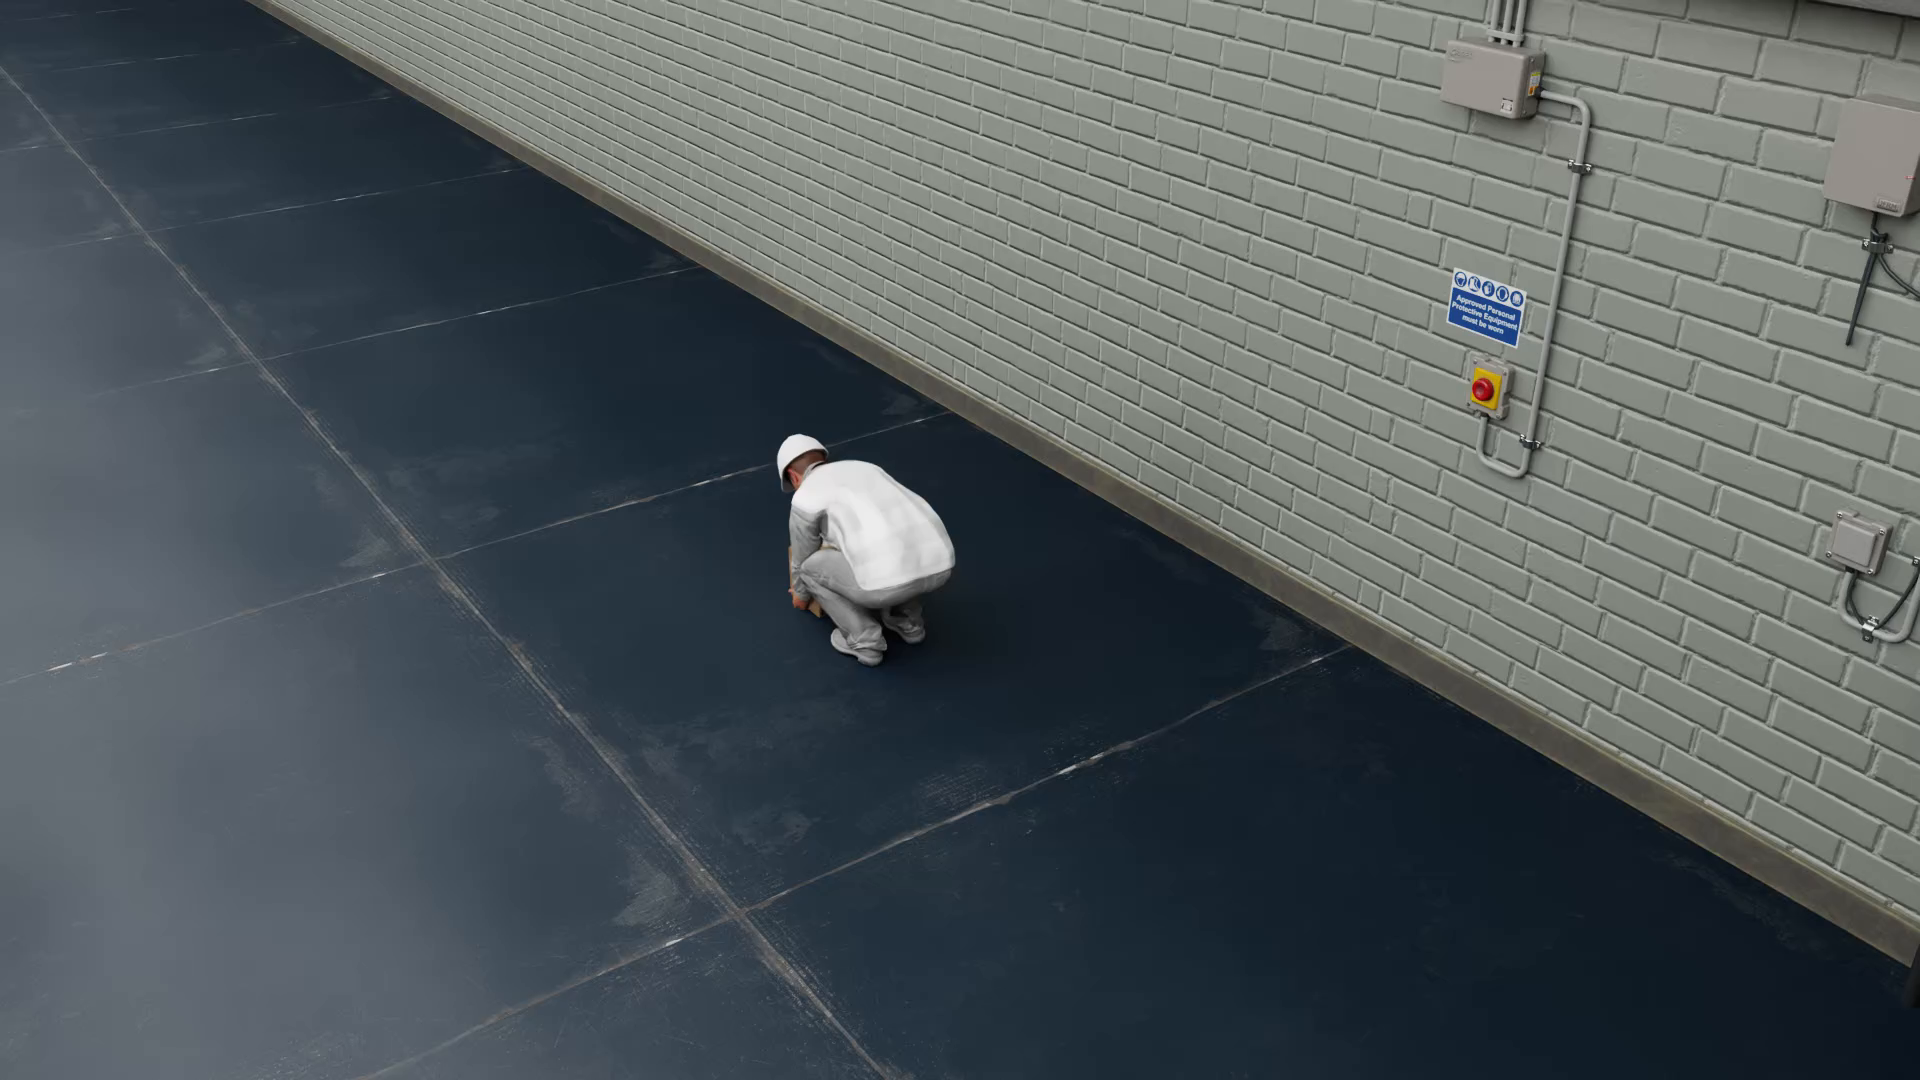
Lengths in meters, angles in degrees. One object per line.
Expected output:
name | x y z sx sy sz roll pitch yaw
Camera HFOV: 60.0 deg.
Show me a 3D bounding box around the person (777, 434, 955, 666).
person | -0.438 0.062 7.098 0.511 0.848 0.967 -19 34 -31
